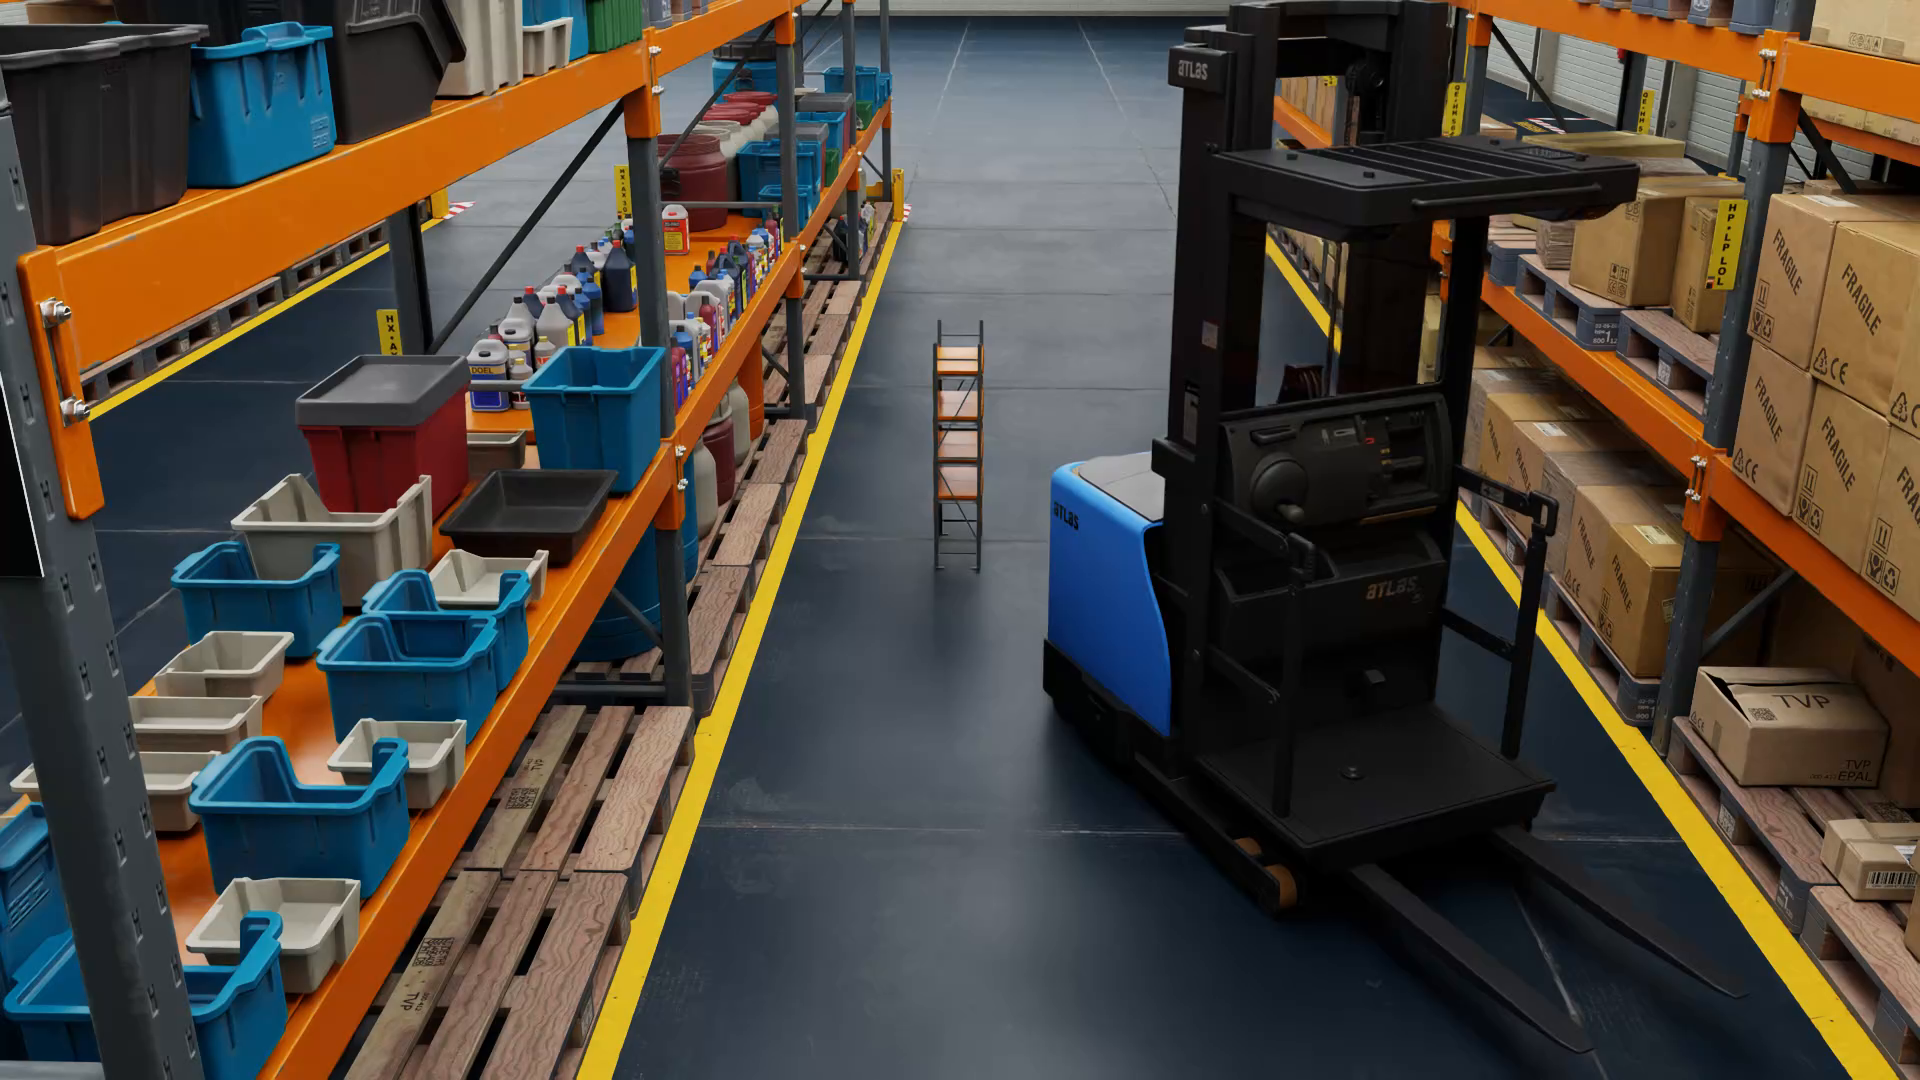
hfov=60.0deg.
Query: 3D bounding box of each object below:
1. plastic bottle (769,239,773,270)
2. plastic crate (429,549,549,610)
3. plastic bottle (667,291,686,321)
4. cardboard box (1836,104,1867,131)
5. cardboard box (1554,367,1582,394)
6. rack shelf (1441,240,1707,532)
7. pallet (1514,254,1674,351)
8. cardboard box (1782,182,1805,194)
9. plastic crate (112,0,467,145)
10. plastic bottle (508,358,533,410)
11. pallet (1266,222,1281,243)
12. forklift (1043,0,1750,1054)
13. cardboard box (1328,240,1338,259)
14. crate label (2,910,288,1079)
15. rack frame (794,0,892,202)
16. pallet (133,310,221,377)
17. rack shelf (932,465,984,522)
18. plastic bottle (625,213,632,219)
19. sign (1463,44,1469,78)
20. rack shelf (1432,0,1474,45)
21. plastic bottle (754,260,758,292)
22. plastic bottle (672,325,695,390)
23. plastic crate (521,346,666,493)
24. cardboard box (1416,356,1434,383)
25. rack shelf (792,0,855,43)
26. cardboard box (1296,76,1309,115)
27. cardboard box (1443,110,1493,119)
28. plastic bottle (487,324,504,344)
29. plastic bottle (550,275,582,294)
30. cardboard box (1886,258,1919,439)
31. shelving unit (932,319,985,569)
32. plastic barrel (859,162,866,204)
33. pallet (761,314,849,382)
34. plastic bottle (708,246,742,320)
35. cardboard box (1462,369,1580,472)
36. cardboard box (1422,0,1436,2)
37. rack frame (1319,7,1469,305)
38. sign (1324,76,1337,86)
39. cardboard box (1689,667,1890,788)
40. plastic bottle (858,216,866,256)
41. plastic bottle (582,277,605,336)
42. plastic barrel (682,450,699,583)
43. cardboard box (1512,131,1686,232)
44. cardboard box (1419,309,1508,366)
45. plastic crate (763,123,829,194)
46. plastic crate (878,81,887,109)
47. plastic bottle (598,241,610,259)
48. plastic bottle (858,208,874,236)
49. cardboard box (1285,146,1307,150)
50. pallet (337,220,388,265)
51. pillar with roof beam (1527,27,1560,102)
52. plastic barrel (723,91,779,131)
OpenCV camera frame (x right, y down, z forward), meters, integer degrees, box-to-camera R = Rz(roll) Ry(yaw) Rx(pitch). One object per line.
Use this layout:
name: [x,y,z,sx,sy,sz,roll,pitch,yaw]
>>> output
plastic bottle: [-1.105,-1.626,9.347,0.097,0.201,0.097,0,21,0]
plastic crate: [-1.362,0.145,4.791,0.293,0.136,0.466,1,21,2]
plastic bottle: [-1.339,-1.025,7.695,0.152,0.276,0.135,1,21,2]
cardboard box: [8.271,-3.843,14.966,0.500,0.250,0.500,1,21,1]
cardboard box: [3.669,-0.673,9.463,0.500,0.500,0.500,1,21,4]
rack shelf: [3.402,-0.915,8.235,1.077,0.370,4.000,1,21,2]
pallet: [3.409,-1.181,8.191,1.003,0.211,1.213,1,21,2]
cardboard box: [8.547,-3.515,17.051,0.500,0.311,0.500,-2,21,-4]
plastic crate: [-1.410,-1.056,3.542,0.504,0.338,0.767,1,21,2]
plastic bottle: [-1.795,-0.642,6.811,0.097,0.201,0.097,0,21,0]
pallet: [3.725,-3.289,17.214,1.003,0.211,1.213,1,21,2]
forklift: [1.426,-0.261,5.650,1.130,2.935,3.031,-9,23,-23]
cardboard box: [3.323,-2.449,13.638,0.500,0.311,0.500,1,21,2]
crate label: [-1.395,0.827,2.898,0.416,0.233,0.303,1,21,2]
rack frame: [-1.245,-4.922,17.567,1.000,3.000,0.127,1,21,2]
pallet: [-6.373,-1.506,12.620,1.003,0.211,1.213,1,21,2]
rack shelf: [-0.005,-0.252,8.754,0.258,0.148,0.480,1,21,2]
plastic bottle: [-1.880,-1.704,9.435,0.061,0.283,0.133,1,21,2]
sign: [4.127,-3.920,13.495,0.100,0.325,0.005,1,21,2]
rack shelf: [3.524,-3.760,11.420,1.077,0.370,4.000,1,21,2]
plastic bottle: [-1.123,-1.415,8.803,0.097,0.201,0.097,0,21,0]
plastic bottle: [-1.180,-0.776,7.061,0.097,0.271,0.097,0,21,0]
plastic crate: [-1.283,-0.431,5.933,0.392,0.384,0.575,1,21,2]
cardboard box: [3.235,-1.080,10.887,0.500,0.250,0.500,1,21,3]
rack shelf: [-1.427,-3.816,11.564,1.077,0.370,4.000,1,21,2]
cardboard box: [3.647,-4.375,16.019,0.700,0.500,0.500,1,21,2]
cardboard box: [3.514,-2.817,12.005,0.500,0.500,0.500,1,21,2]
plastic bottle: [-1.959,-0.759,7.000,0.061,0.283,0.133,1,21,2]
plastic bottle: [-1.883,-1.118,7.936,0.152,0.276,0.135,1,21,2]
cardboard box: [3.014,-0.500,4.651,0.500,0.500,0.500,0,21,0]
shelving unit: [-0.005,-0.500,8.658,0.258,1.200,0.503,1,21,2]
plastic barrel: [-1.188,-3.719,17.326,0.421,0.512,0.421,0,21,0]
pallet: [-1.386,-1.449,12.472,1.003,0.211,1.213,1,21,2]
plastic bottle: [-1.165,-1.270,8.224,0.144,0.351,0.185,1,21,2]
cardboard box: [3.153,-0.663,9.437,0.500,0.500,0.500,0,21,0]
cardboard box: [3.592,-4.232,13.857,0.700,0.500,0.500,1,21,2]
rack frame: [3.585,-3.420,13.696,1.000,3.000,0.127,1,21,2]
sign: [3.030,-3.866,13.540,0.100,0.325,0.005,1,21,2]
cardboard box: [3.112,0.670,6.263,0.500,0.311,0.500,1,21,2]
plastic bottle: [-0.927,-2.733,14.980,0.144,0.351,0.185,1,21,3]
plastic bottle: [-1.758,-1.122,7.951,0.097,0.271,0.097,0,21,0]
plastic barrel: [-1.554,-0.253,7.855,0.600,0.901,0.708,1,21,2]
cardboard box: [3.557,-1.987,9.285,0.700,0.500,0.500,-7,22,-16]
cardboard box: [3.233,-1.341,10.784,0.500,0.311,0.500,1,21,3]
plastic crate: [-1.133,-2.640,11.598,0.402,0.464,0.583,1,21,2]
plastic crate: [-0.986,-4.434,16.515,0.499,0.251,0.408,1,21,2]
plastic bottle: [-1.883,-1.441,8.773,0.097,0.271,0.097,0,21,0]
plastic bottle: [-0.901,-3.047,15.893,0.152,0.276,0.135,0,21,0]
cardboard box: [3.452,-3.576,16.284,0.500,0.500,0.500,1,21,2]
pallet: [-6.297,-2.916,16.252,1.003,0.211,1.213,1,21,2]
pillar with roof beam: [5.563,-11.733,26.829,9.100,9.000,0.400,1,21,2]
plastic barrel: [-1.615,-3.196,12.930,0.433,0.535,0.433,0,21,0]
